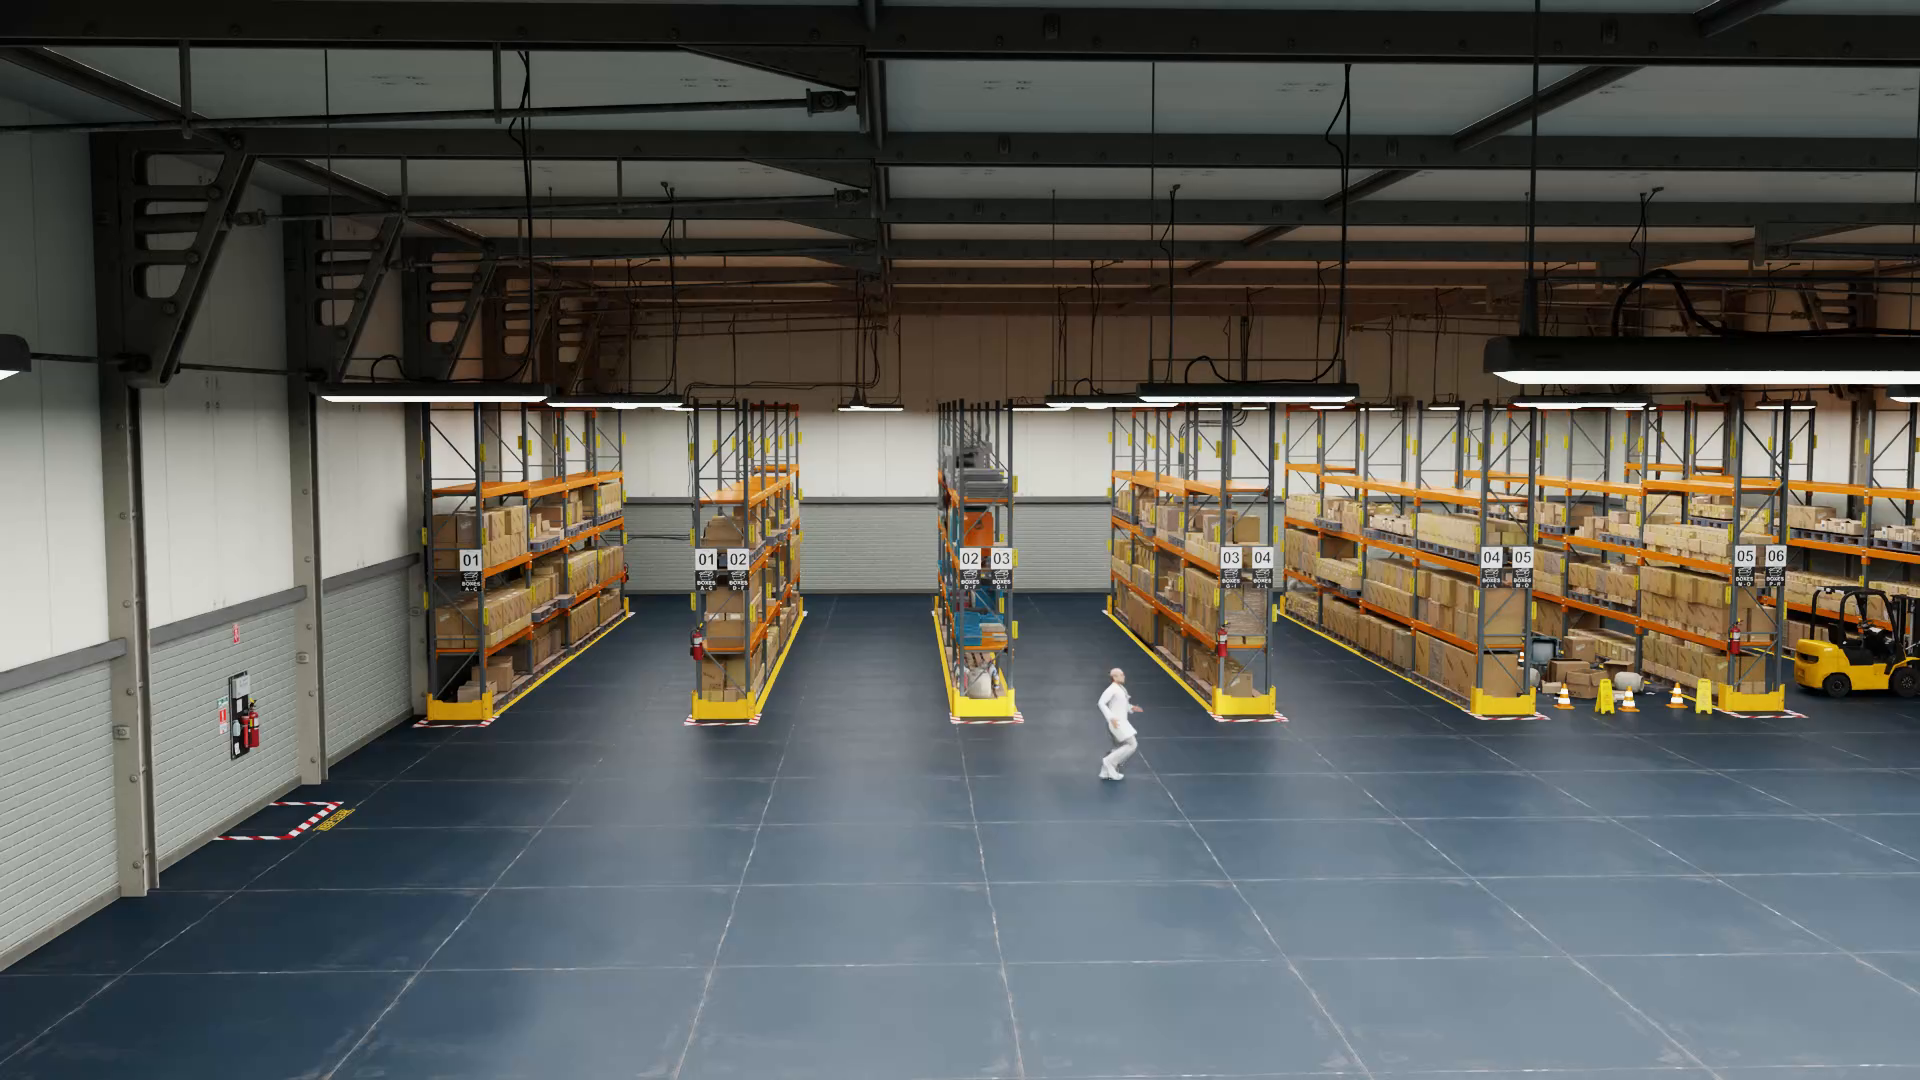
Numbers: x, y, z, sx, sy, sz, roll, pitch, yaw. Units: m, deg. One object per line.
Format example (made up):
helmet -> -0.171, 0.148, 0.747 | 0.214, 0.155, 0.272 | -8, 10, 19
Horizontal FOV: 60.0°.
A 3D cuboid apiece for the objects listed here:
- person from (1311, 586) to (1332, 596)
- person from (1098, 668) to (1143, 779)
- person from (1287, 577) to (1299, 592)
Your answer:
person -> 10.683, 1.119, 49.055 | 0.764, 1.835, 0.630 | 0, 4, -3
person -> 2.512, 2.873, 25.938 | 0.672, 1.740, 0.690 | 1, 4, 14
person -> 9.851, 1.180, 48.994 | 0.624, 1.631, 0.601 | -1, 4, -10
